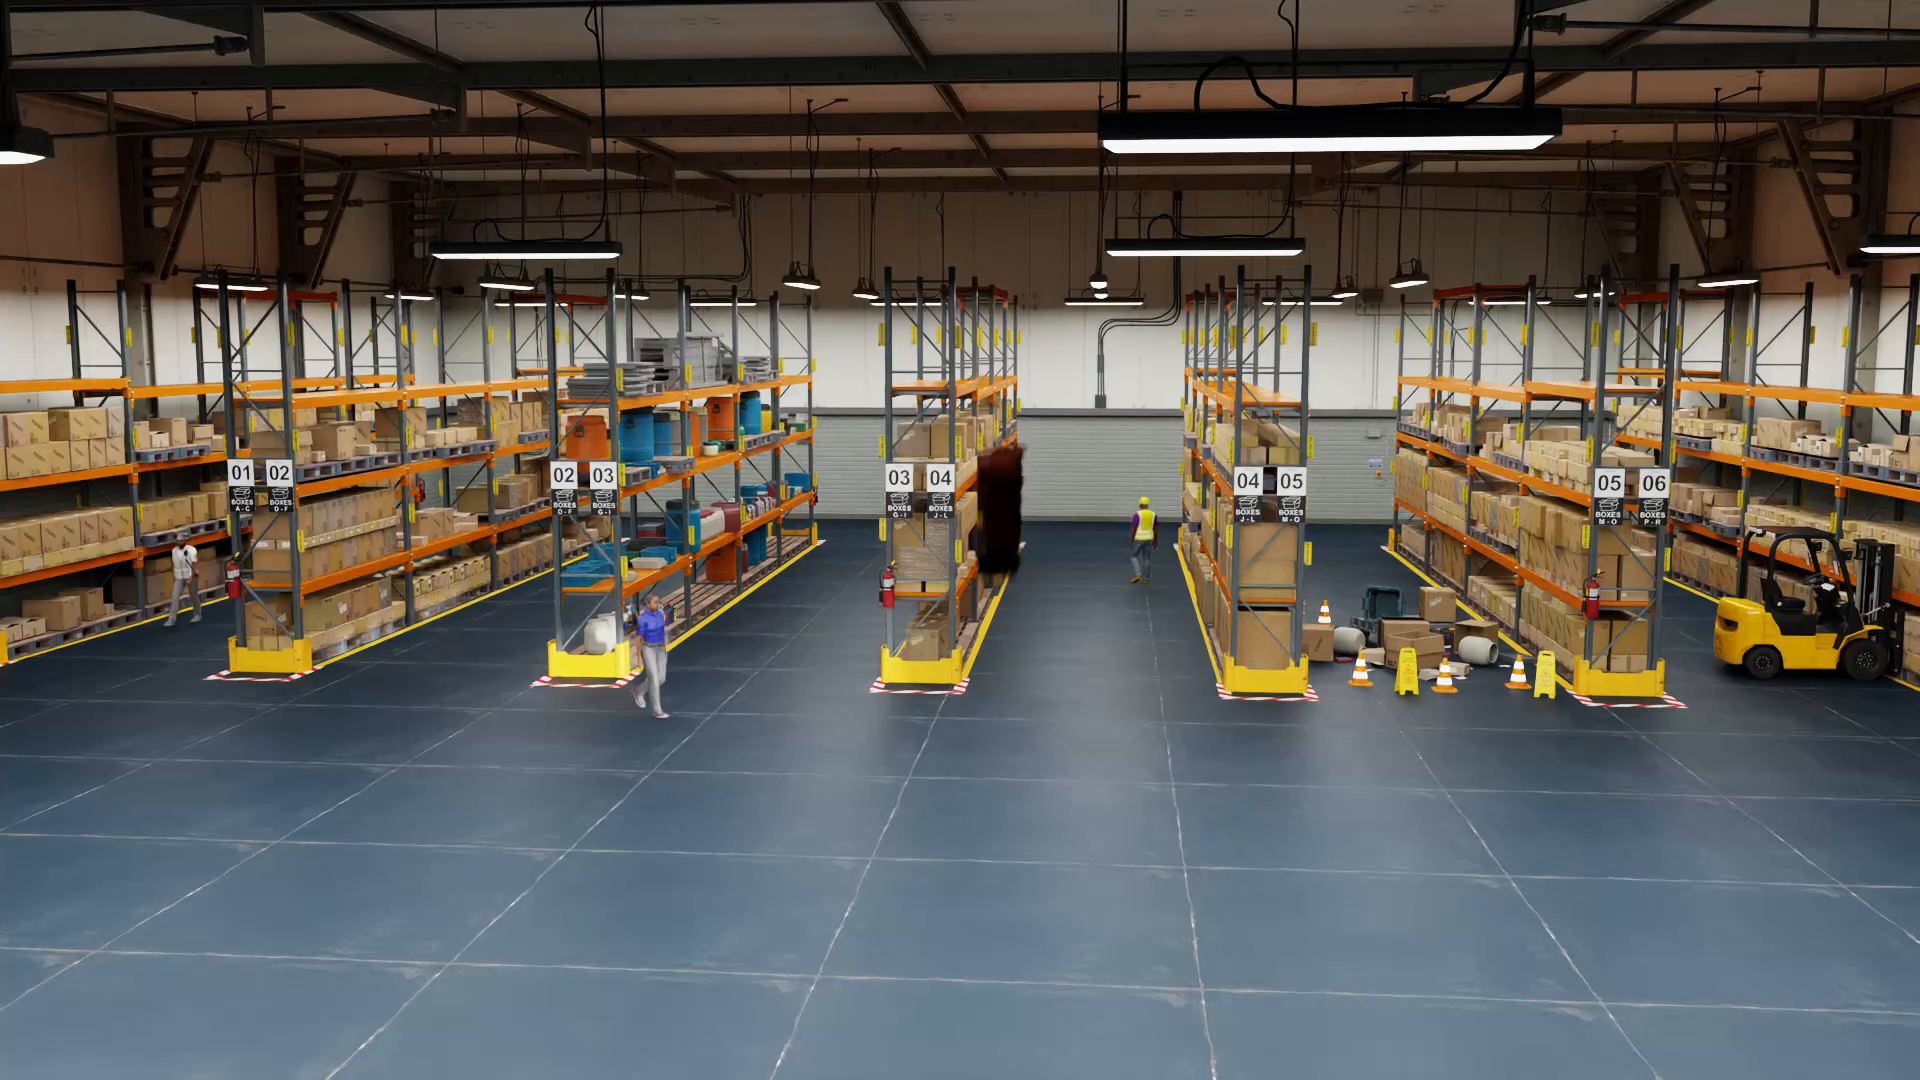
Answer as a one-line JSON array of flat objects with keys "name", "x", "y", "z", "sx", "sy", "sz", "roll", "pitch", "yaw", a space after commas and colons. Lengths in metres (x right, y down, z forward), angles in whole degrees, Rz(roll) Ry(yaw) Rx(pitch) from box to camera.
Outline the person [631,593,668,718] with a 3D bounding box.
[{"name": "person", "x": -4.107, "y": 1.500, "z": 22.120, "sx": 0.803, "sy": 1.628, "sz": 0.506, "roll": 5, "pitch": 9, "yaw": 35}]

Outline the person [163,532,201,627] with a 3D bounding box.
[{"name": "person", "x": -13.507, "y": 0.667, "z": 28.909, "sx": 0.469, "sy": 1.623, "sz": 0.977, "roll": -1, "pitch": 7, "yaw": -7}]

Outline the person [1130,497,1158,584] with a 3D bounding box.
[{"name": "person", "x": 3.745, "y": 0.013, "z": 33.986, "sx": 0.609, "sy": 1.787, "sz": 0.403, "roll": -2, "pitch": 7, "yaw": -20}]
